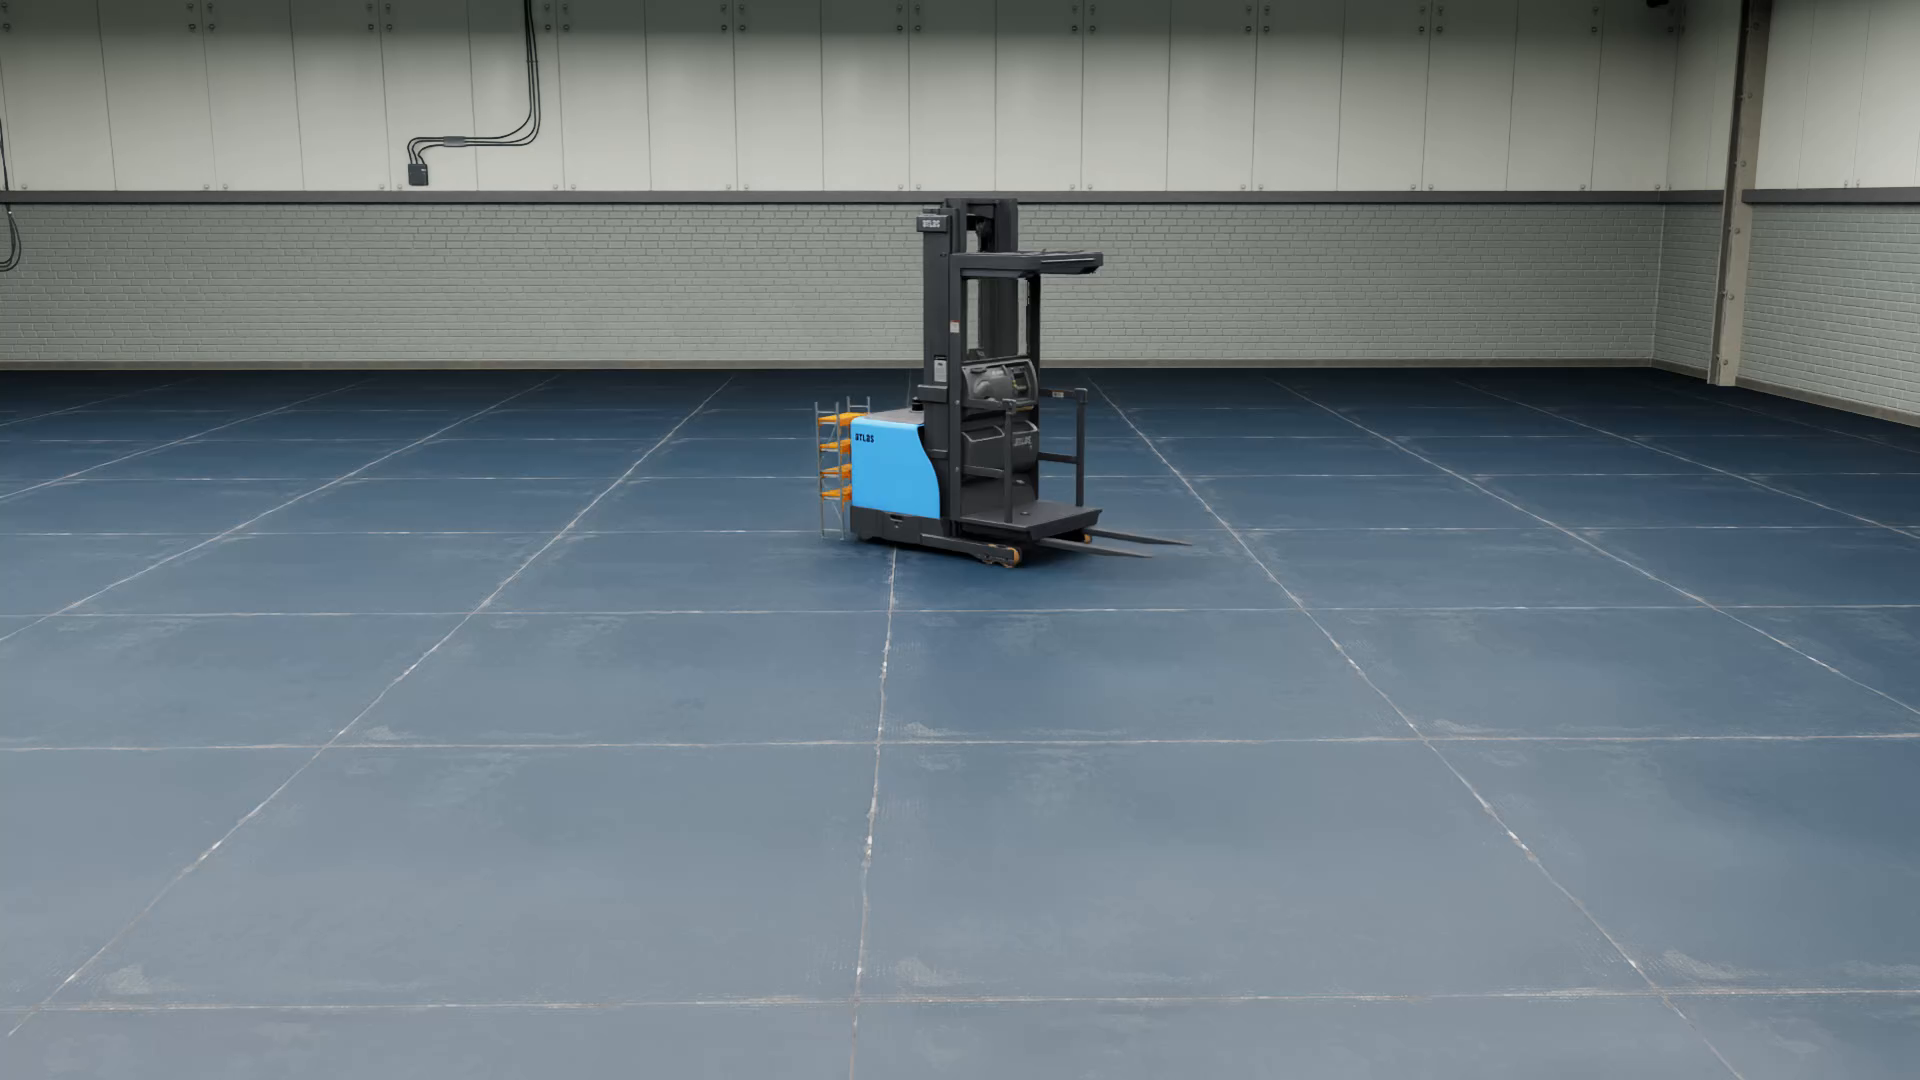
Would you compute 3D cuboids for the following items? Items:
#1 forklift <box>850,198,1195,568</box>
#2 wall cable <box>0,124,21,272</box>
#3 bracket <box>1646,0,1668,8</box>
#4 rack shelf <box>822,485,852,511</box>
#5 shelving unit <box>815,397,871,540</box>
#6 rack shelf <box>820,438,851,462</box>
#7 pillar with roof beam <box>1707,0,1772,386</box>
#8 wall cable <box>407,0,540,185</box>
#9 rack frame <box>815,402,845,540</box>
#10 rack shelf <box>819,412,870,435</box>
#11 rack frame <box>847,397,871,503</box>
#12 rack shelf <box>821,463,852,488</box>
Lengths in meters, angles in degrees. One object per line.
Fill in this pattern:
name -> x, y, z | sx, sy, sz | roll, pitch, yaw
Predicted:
forklift -> 0.499, -1.329, 13.739 | 3.031, 2.935, 1.130 | 9, 15, 38
wall cable -> -17.866, -5.872, 28.681 | 3.097, 2.526, 0.112 | 0, 11, -1
bracket -> 11.953, -9.249, 28.460 | 0.235, 0.232, 0.430 | 0, 11, -1
rack shelf -> -1.000, -0.378, 14.714 | 0.258, 0.148, 0.480 | 4, 12, 30
shelving unit -> -1.008, -0.639, 14.666 | 0.258, 1.200, 0.503 | 4, 12, 30
rack shelf -> -1.013, -0.793, 14.638 | 0.258, 0.148, 0.480 | 4, 12, 30
pillar with roof beam -> 8.062, -6.915, 26.010 | 9.100, 9.000, 0.400 | 0, 11, -1
wall cable -> -8.375, -9.097, 28.211 | 2.305, 6.003, 0.169 | 0, 11, -1
rack frame -> -1.132, -0.597, 14.460 | 0.240, 1.200, 0.015 | 4, 12, 30
rack shelf -> -1.020, -1.025, 14.596 | 0.258, 0.148, 0.480 | 4, 12, 30
rack frame -> -0.884, -0.681, 14.872 | 0.240, 1.200, 0.015 | 4, 12, 30
rack shelf -> -1.006, -0.573, 14.678 | 0.258, 0.148, 0.480 | 4, 12, 30
